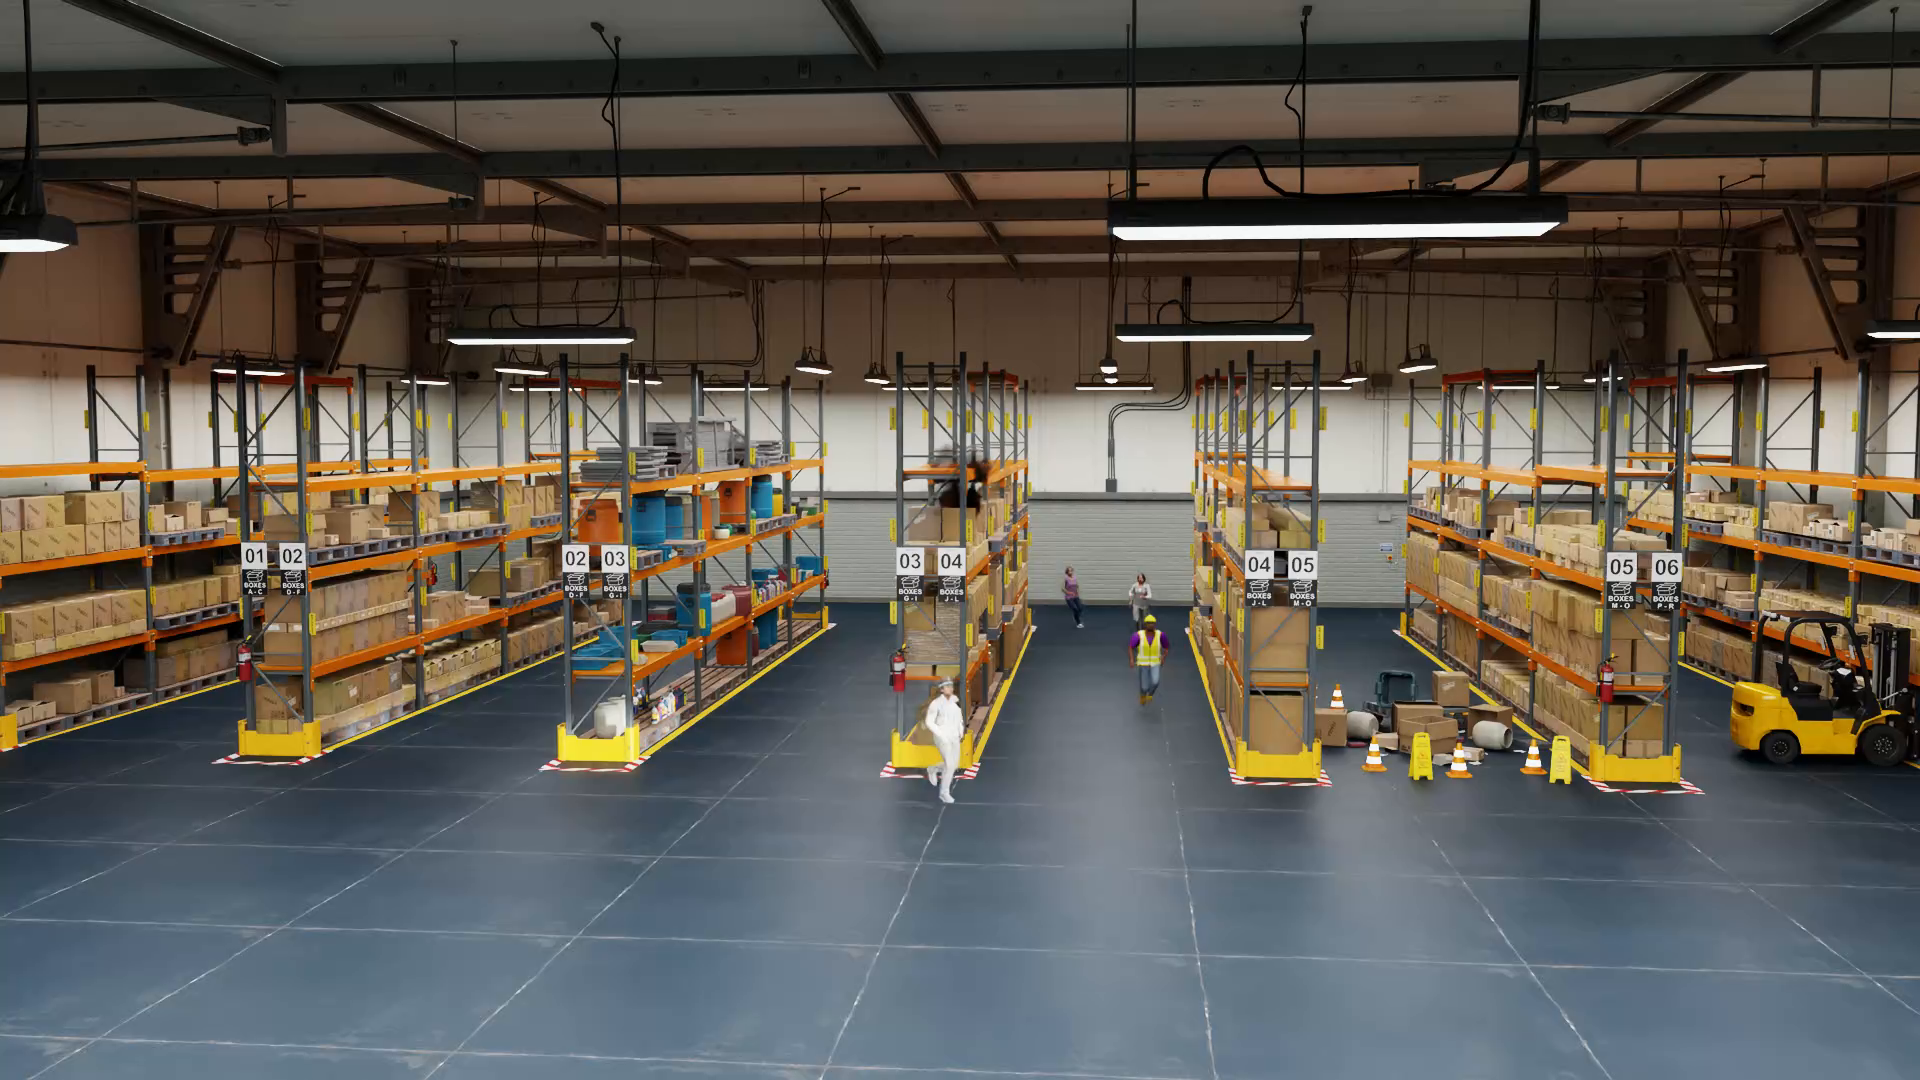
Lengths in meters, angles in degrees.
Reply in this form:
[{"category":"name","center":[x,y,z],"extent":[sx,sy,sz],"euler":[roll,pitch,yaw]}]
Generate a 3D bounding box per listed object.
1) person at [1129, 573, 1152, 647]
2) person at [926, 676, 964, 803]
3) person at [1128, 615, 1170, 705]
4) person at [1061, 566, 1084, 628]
[{"category":"person","center":[4.038,1.554,37.268],"extent":[0.507,1.640,0.709],"euler":[1,4,7]},{"category":"person","center":[-0.214,2.619,22.049],"extent":[0.634,1.683,0.575],"euler":[-4,5,-42]},{"category":"person","center":[3.240,2.068,28.361],"extent":[0.716,1.587,0.703],"euler":[0,4,1]},{"category":"person","center":[2.743,1.382,40.106],"extent":[0.633,1.500,0.469],"euler":[-2,5,-26]}]
